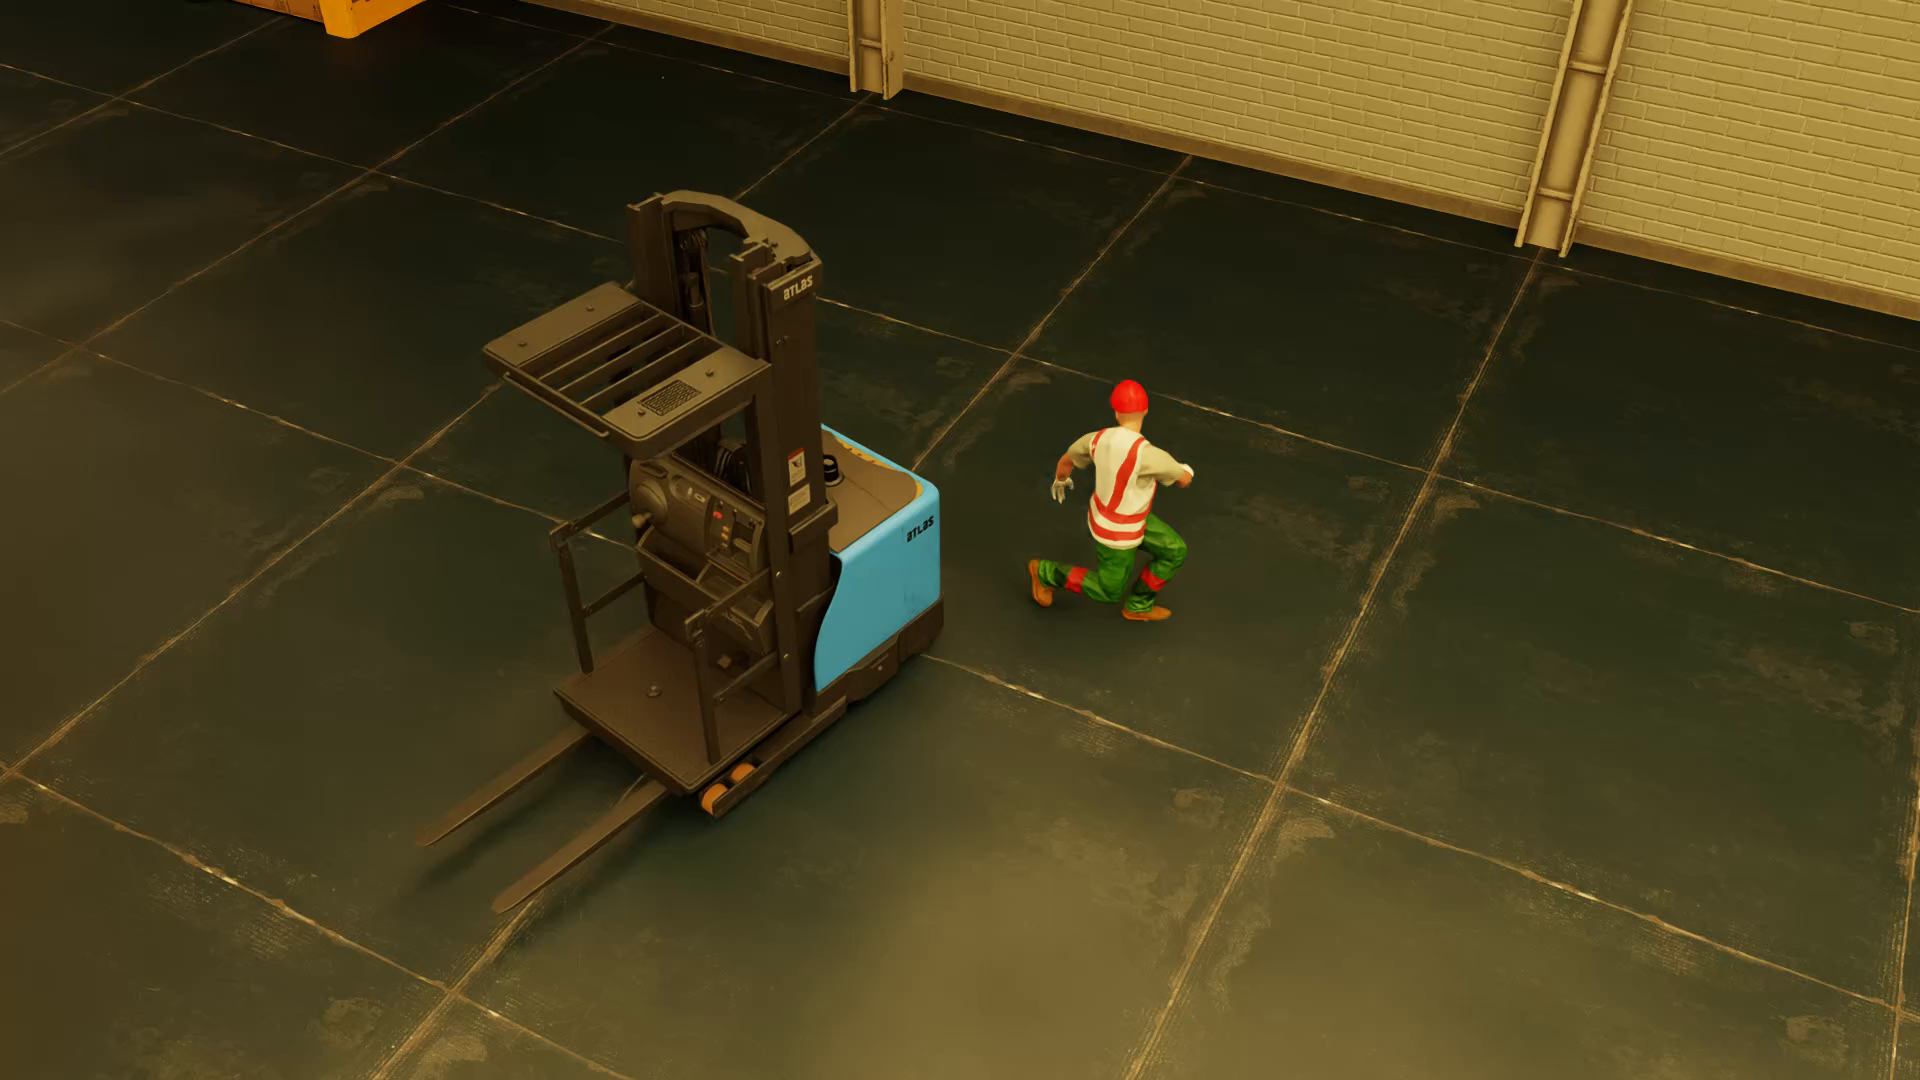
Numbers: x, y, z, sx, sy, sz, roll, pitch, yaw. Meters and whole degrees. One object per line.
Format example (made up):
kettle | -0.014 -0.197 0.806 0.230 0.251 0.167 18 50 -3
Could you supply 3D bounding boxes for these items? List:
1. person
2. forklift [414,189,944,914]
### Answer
person | 0.857 -0.195 9.339 0.931 1.548 0.663 -1 40 -1
forklift | -1.438 -0.068 8.068 1.130 2.935 3.031 29 48 30
